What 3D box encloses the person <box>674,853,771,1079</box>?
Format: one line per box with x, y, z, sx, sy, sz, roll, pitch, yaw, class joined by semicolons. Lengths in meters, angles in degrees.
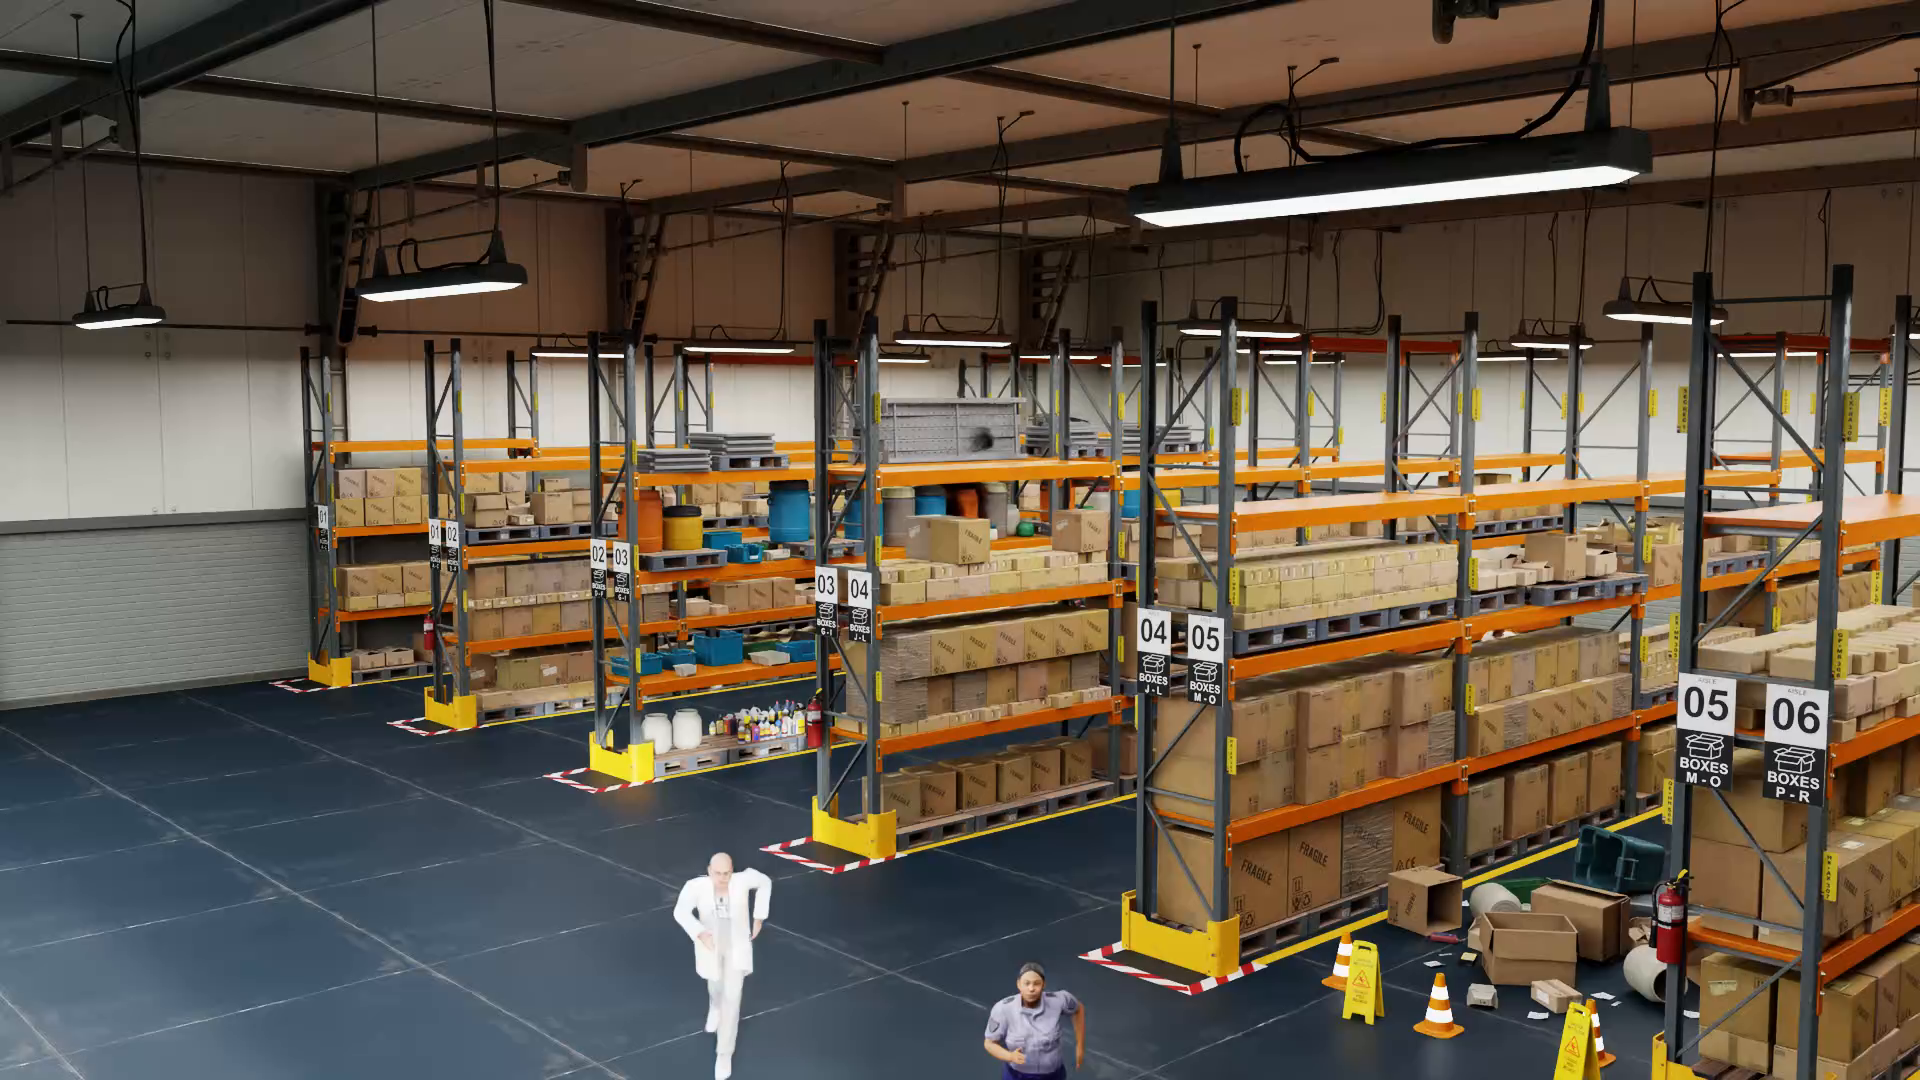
-1.856;3.200;13.007;0.754;1.743;1.083;-1;5;-11;person

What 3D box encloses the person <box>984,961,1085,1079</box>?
0.451;3.440;10.471;0.589;1.685;0.822;0;5;5;person

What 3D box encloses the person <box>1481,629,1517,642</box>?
8.374;2.022;25.803;1.004;1.756;0.725;-4;7;-41;person
